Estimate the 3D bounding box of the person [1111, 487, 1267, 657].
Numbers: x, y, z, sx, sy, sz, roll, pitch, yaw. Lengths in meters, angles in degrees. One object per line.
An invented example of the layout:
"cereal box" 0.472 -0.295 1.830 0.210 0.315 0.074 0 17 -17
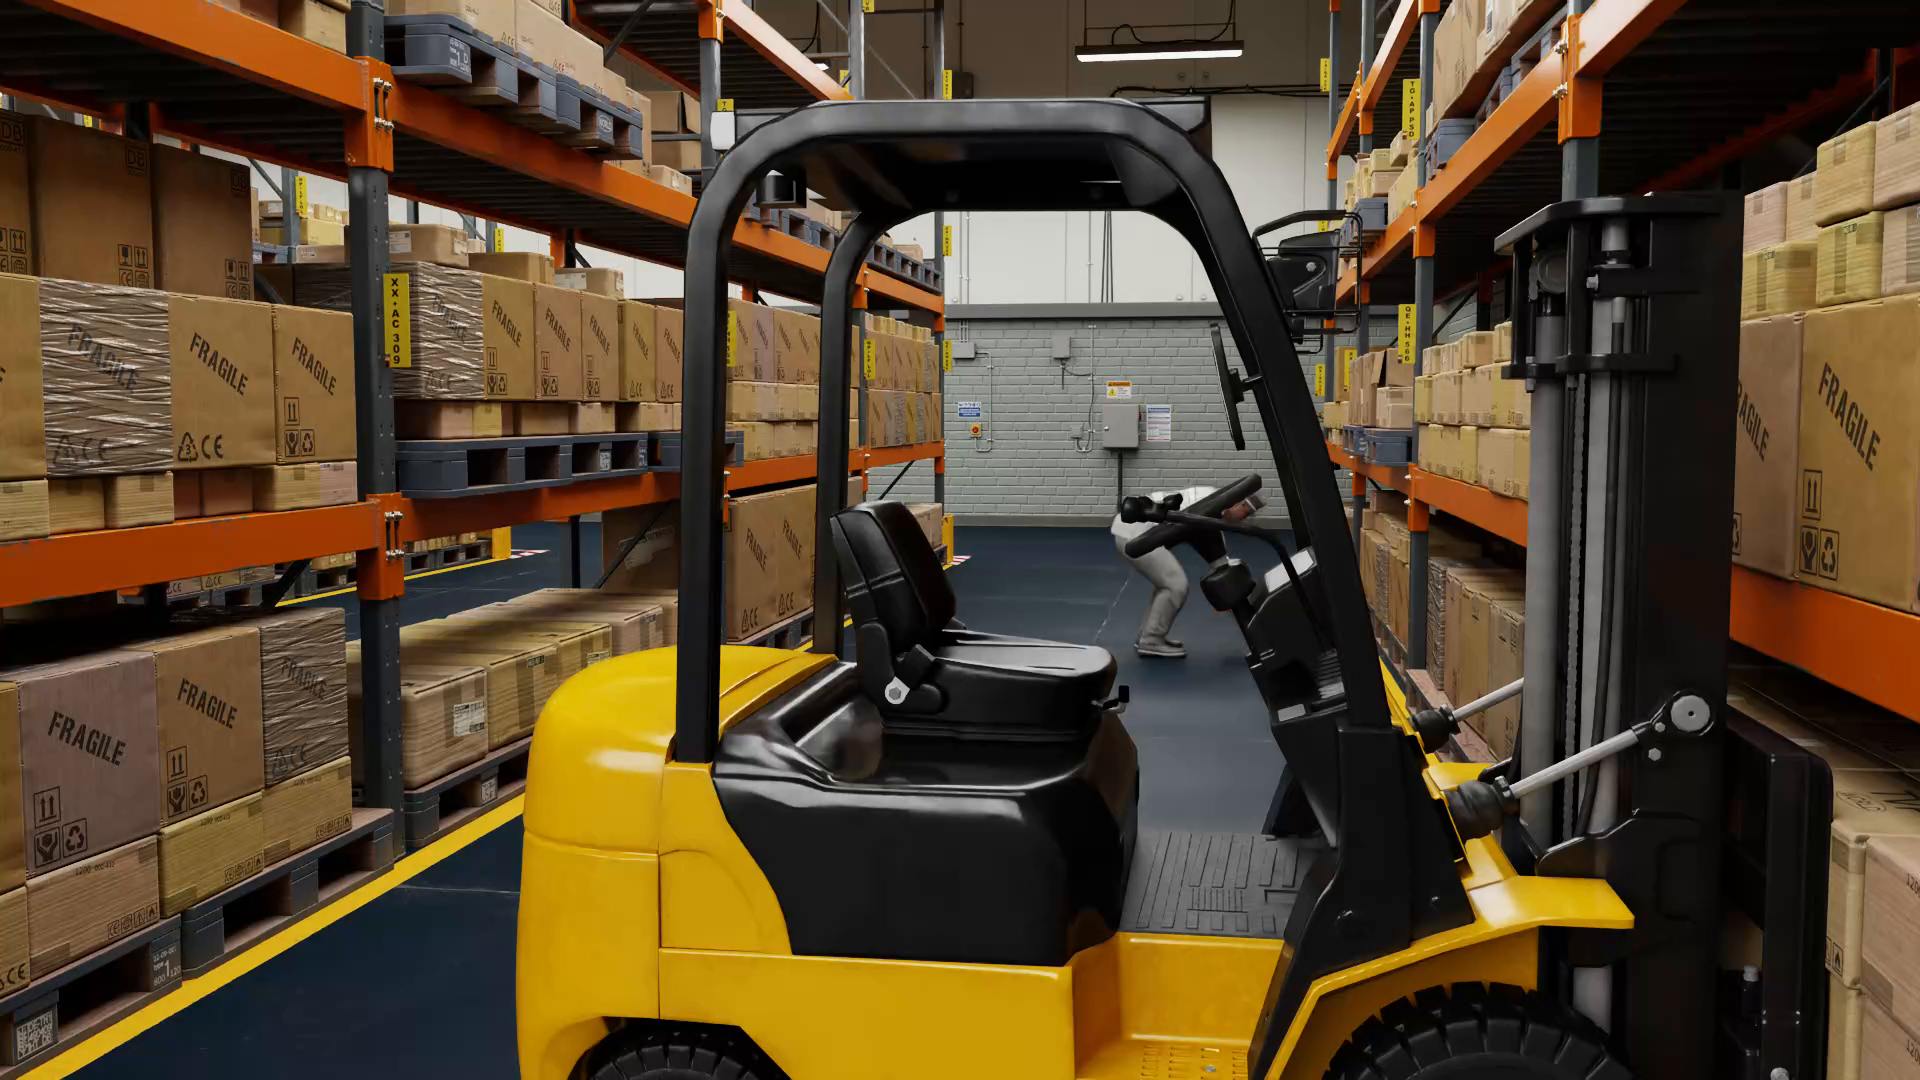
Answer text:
"person" 1.517 0.180 11.054 1.029 1.171 0.516 0 4 6
